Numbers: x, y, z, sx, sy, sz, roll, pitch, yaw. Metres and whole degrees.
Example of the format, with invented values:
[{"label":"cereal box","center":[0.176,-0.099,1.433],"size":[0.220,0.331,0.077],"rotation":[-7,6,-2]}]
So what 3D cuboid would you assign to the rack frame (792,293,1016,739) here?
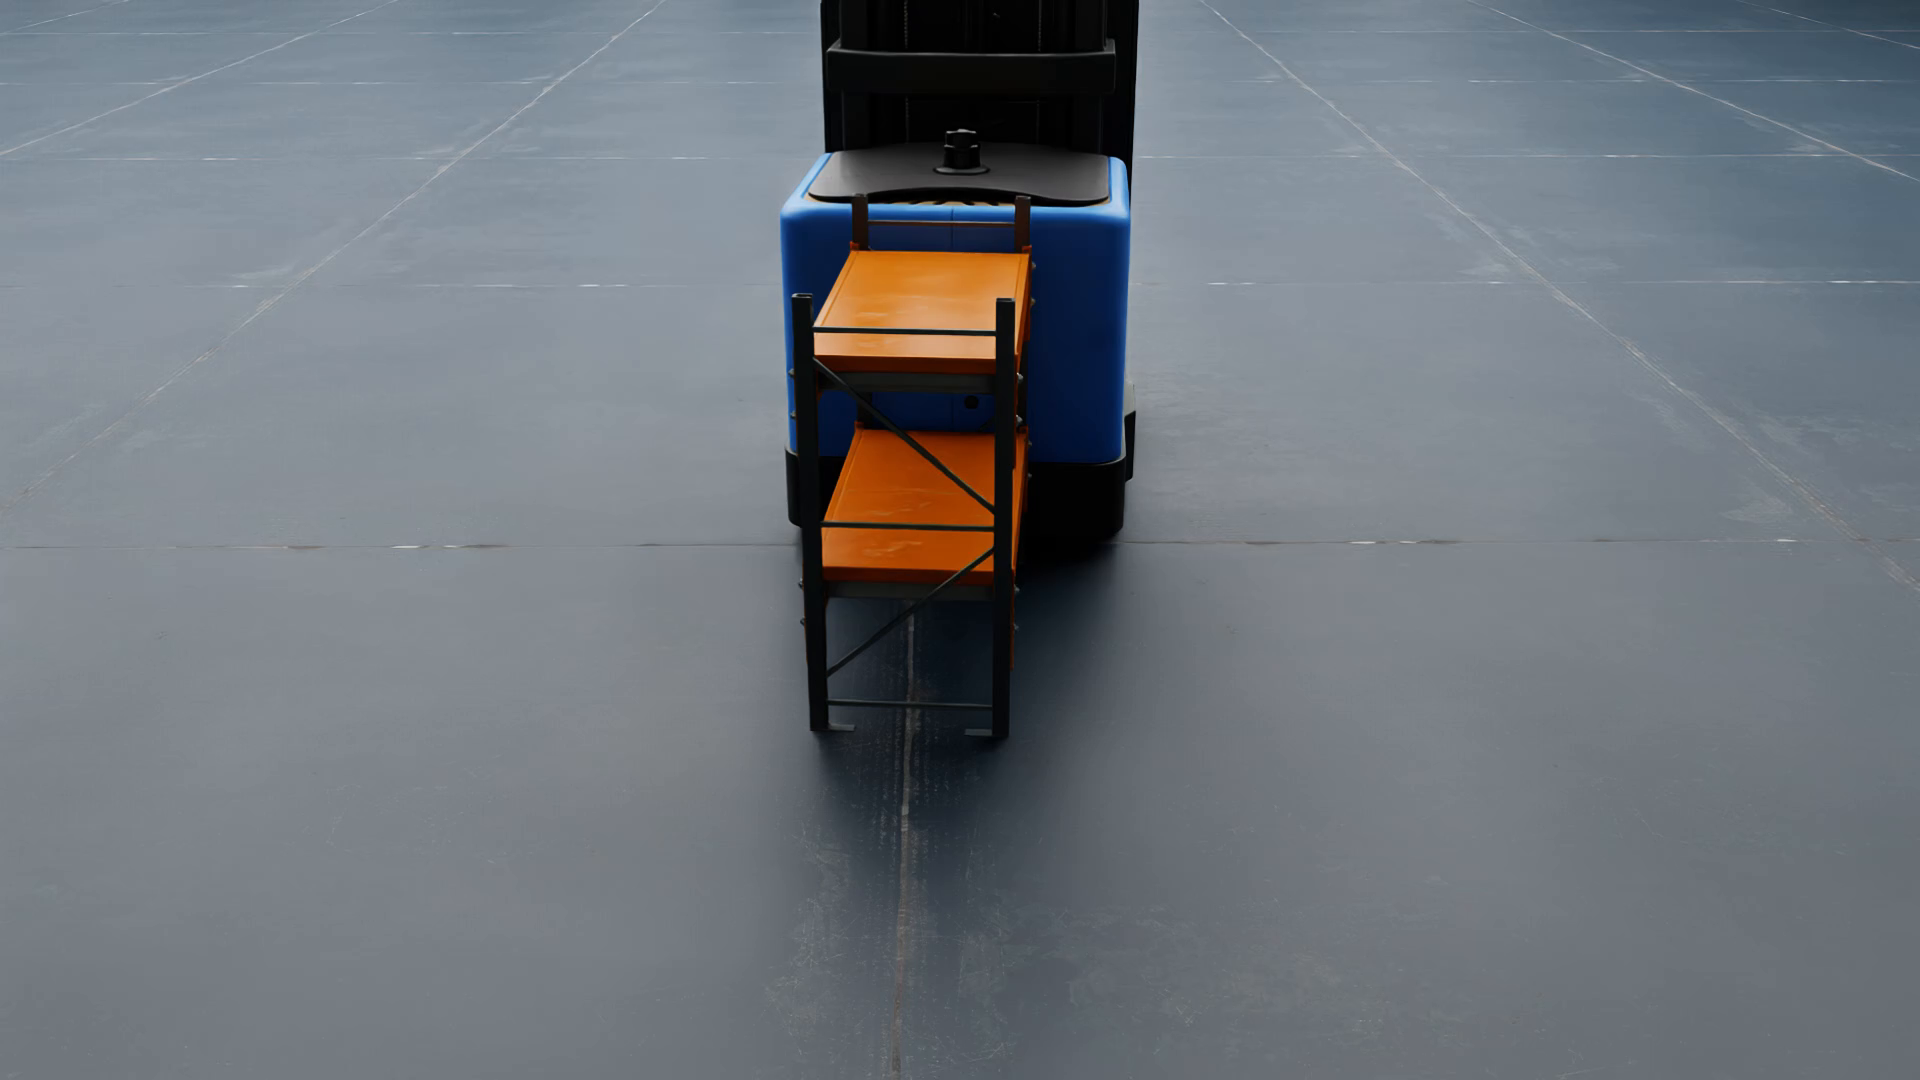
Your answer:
[{"label":"rack frame","center":[-0.126,-0.030,3.951],"size":[0.500,1.125,0.032],"rotation":[2,24,4]}]

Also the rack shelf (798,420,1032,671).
[{"label":"rack shelf","center":[-0.090,-0.016,4.514],"size":[0.538,0.278,1.000],"rotation":[2,24,4]}]

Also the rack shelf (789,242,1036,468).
[{"label":"rack shelf","center":[-0.090,-0.505,4.292],"size":[0.538,0.278,1.000],"rotation":[2,24,4]}]

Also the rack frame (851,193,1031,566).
[{"label":"rack frame","center":[-0.053,-0.448,4.875],"size":[0.500,1.125,0.032],"rotation":[2,24,4]}]

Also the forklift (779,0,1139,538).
[{"label":"forklift","center":[0.085,-1.910,5.917],"size":[1.130,2.935,3.031],"rotation":[2,24,4]}]

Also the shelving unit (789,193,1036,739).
[{"label":"shelving unit","center":[-0.090,-0.239,4.413],"size":[0.538,1.125,1.048],"rotation":[2,24,4]}]
